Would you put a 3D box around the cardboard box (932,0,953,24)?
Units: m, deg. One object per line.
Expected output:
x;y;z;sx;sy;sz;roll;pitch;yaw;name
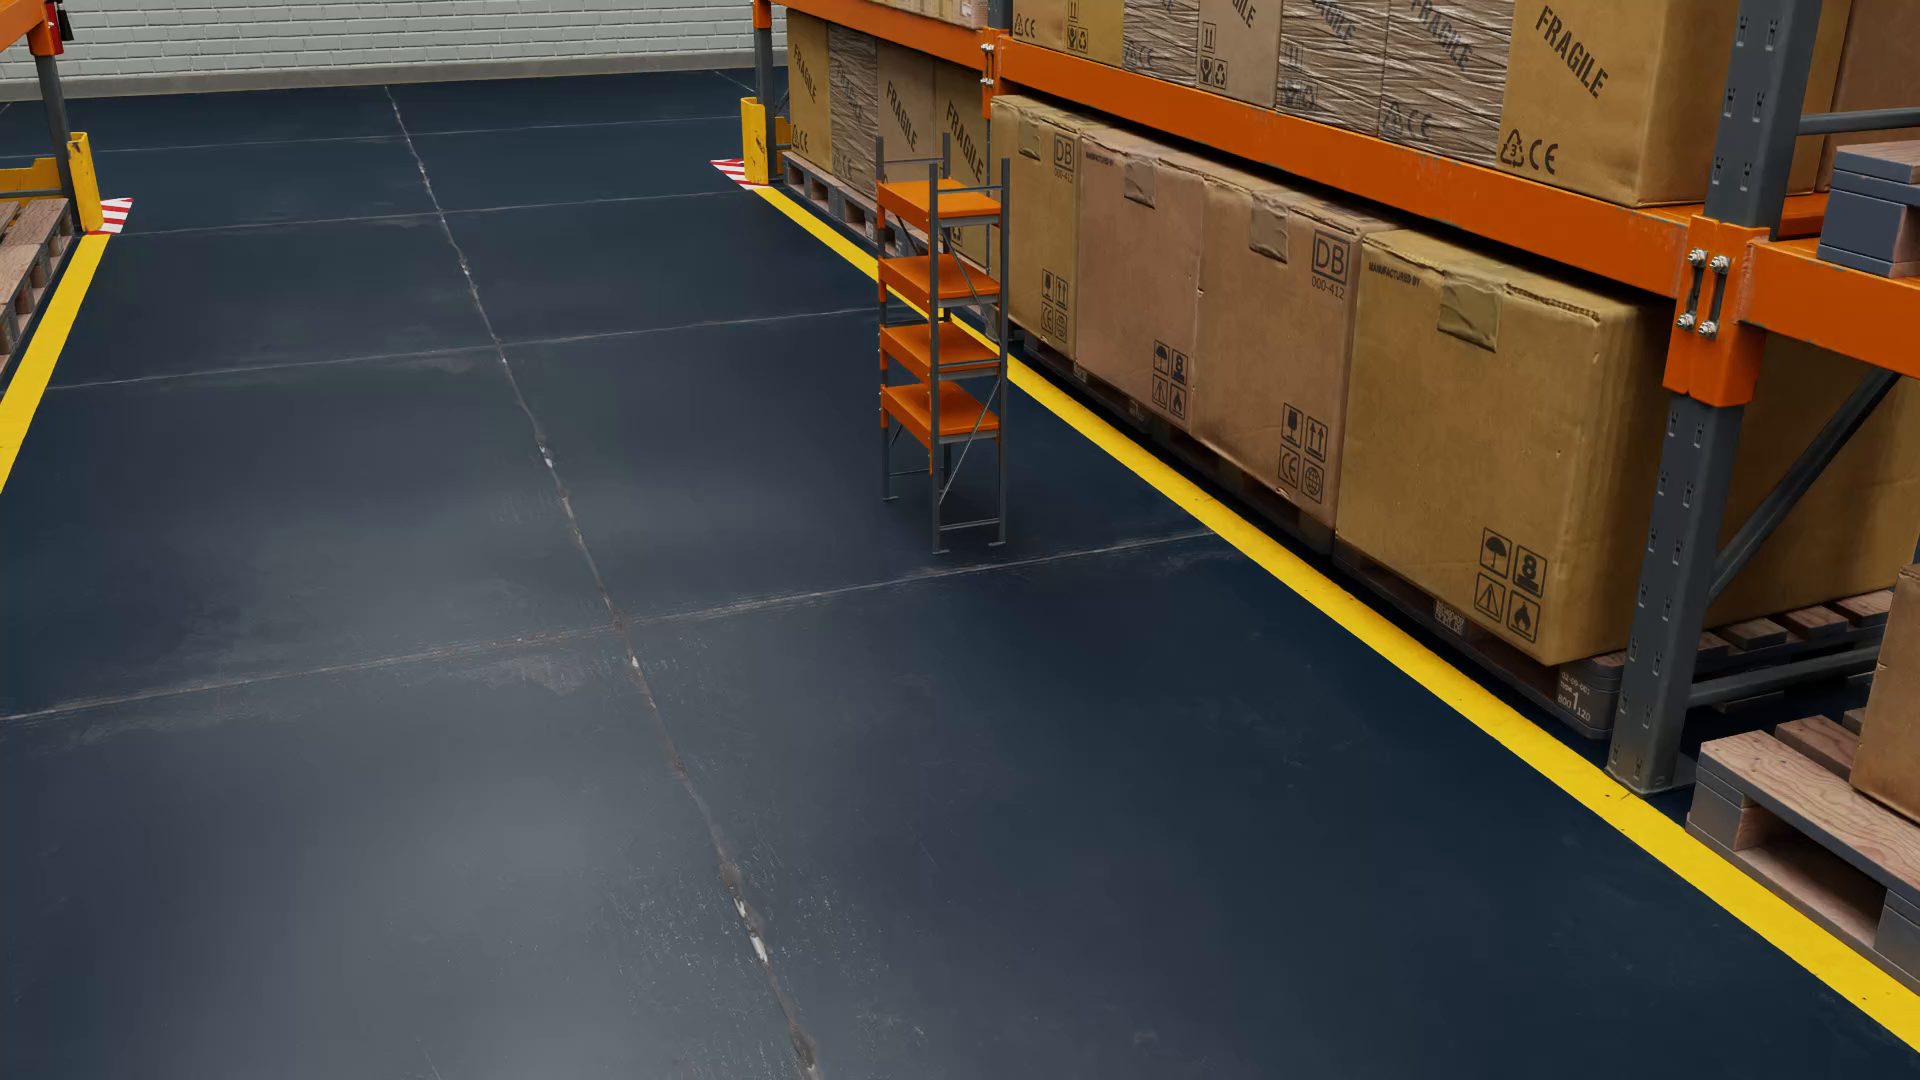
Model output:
0.096;-2.372;7.340;0.380;0.149;0.250;-8;24;-18;cardboard box

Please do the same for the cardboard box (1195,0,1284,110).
1.072;-1.622;5.107;0.500;0.500;0.500;-8;24;-18;cardboard box

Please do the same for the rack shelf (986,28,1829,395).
1.308;-1.270;5.328;1.077;0.370;4.000;-8;24;-19;rack shelf

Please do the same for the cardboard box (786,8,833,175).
-0.511;-2.775;10.167;0.875;0.875;0.875;-8;24;-19;cardboard box

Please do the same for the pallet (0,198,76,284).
-5.191;-1.513;8.567;1.003;0.211;1.213;-8;24;-19;pallet

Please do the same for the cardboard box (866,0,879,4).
-0.267;-2.746;8.226;0.380;0.149;0.250;-9;24;-20;cardboard box

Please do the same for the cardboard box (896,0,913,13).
-0.086;-2.559;7.783;0.380;0.149;0.250;-8;24;-18;cardboard box

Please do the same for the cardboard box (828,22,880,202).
-0.190;-2.444;9.382;0.875;0.875;0.875;-8;24;-19;cardboard box

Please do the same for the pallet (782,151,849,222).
-0.456;-2.217;10.239;1.003;0.211;1.213;-8;24;-19;pallet

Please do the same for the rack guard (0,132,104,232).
-5.466;-1.958;9.251;1.175;0.500;0.348;-8;24;-19;rack guard

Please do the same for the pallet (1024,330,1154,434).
0.944;-0.774;6.814;1.003;0.211;1.213;-8;24;-19;pallet

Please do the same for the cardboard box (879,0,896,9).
-0.177;-2.653;8.005;0.380;0.149;0.250;-8;24;-18;cardboard box

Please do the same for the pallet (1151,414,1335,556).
1.379;-0.330;5.760;1.003;0.211;1.213;-8;24;-19;pallet

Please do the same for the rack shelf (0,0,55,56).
-4.739;-2.044;7.164;1.077;0.370;4.000;-8;24;-19;rack shelf

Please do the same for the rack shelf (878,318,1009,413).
-0.058;-0.551;5.186;0.258;0.148;0.480;-8;24;-19;rack shelf

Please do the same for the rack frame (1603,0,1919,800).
2.014;-0.875;3.465;1.000;3.000;0.127;-8;24;-19;rack frame

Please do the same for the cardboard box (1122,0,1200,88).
0.885;-1.809;5.551;0.500;0.500;0.500;-9;24;-20;cardboard box

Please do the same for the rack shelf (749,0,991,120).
-0.105;-2.724;8.777;1.077;0.370;4.000;-8;24;-19;rack shelf

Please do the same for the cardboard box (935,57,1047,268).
0.443;-1.794;7.839;0.875;0.875;0.875;-8;24;-19;cardboard box

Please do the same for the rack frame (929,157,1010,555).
0.028;-0.524;4.949;0.240;1.200;0.015;-8;24;-19;rack frame

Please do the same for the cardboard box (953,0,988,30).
0.187;-2.279;7.118;0.380;0.149;0.250;-8;24;-19;cardboard box

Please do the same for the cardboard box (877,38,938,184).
0.125;-2.121;8.615;0.875;0.875;0.875;-8;24;-19;cardboard box

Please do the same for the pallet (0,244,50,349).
-4.763;-1.070;7.517;1.003;0.211;1.213;-8;24;-19;pallet

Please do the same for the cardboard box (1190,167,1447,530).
1.482;-0.668;5.168;1.225;0.875;0.875;-8;24;-19;cardboard box

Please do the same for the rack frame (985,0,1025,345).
0.601;-2.329;6.913;1.000;3.000;0.127;-8;24;-19;rack frame

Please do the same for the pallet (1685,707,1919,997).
2.289;0.694;3.332;1.003;0.211;1.213;-8;24;-19;pallet

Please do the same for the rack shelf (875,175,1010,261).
-0.058;-0.975;5.007;0.258;0.148;0.480;-8;24;-19;rack shelf

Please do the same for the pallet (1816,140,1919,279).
2.366;-0.543;2.922;1.213;0.211;1.003;-8;24;-19;pallet

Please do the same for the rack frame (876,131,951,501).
-0.145;-0.702;5.370;0.240;1.200;0.015;-8;24;-19;rack frame

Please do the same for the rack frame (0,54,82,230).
-5.446;-3.102;8.749;1.000;3.000;0.127;-8;24;-19;rack frame

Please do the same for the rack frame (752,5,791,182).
-0.812;-3.782;10.361;1.000;3.000;0.127;-8;24;-19;rack frame

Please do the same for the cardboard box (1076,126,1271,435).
1.162;-0.989;5.929;1.225;0.875;0.875;-9;25;-21;cardboard box

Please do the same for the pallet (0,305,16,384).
-4.329;-0.626;6.463;1.003;0.211;1.213;-8;24;-19;pallet

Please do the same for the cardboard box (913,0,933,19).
0.005;-2.466;7.561;0.380;0.149;0.250;-9;24;-20;cardboard box

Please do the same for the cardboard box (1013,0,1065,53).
0.530;-2.173;6.416;0.500;0.500;0.500;-8;24;-19;cardboard box

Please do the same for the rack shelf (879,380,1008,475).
-0.058;-0.368;5.263;0.258;0.148;0.480;-8;24;-19;rack shelf

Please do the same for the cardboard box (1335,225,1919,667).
1.790;-0.343;4.397;1.225;0.875;0.875;-10;25;-21;cardboard box

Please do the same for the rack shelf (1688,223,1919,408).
2.721;0.183;1.880;1.077;0.370;4.000;-8;24;-19;rack shelf

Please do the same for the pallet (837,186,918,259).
-0.029;-1.775;9.189;1.003;0.211;1.213;-8;24;-19;pallet

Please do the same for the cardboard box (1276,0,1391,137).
1.251;-1.437;4.668;0.500;0.500;0.500;-9;25;-21;cardboard box

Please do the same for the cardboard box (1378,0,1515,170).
1.437;-1.249;4.222;0.500;0.500;0.500;-9;24;-19;cardboard box

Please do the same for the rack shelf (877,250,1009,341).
-0.058;-0.757;5.099;0.258;0.148;0.480;-8;24;-19;rack shelf

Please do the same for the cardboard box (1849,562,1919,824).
2.270;0.315;3.294;0.700;0.500;0.500;-10;25;-22;cardboard box

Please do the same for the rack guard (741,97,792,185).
-0.820;-2.639;10.867;1.175;0.500;0.348;-8;24;-19;rack guard

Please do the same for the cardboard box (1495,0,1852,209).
1.608;-1.067;3.790;0.500;0.500;0.500;-8;24;-17;cardboard box

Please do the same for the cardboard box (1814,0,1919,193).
2.097;-1.135;3.953;0.500;0.500;0.500;-8;24;-17;cardboard box

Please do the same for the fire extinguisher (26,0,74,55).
-5.074;-3.012;9.114;0.296;0.674;0.183;-8;24;-19;fire extinguisher

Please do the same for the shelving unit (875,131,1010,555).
-0.058;-0.613;5.160;0.258;1.200;0.503;-8;24;-19;shelving unit

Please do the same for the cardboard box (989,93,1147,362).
0.846;-1.313;6.699;1.225;0.875;0.875;-8;24;-19;cardboard box

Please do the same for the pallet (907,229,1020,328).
0.406;-1.331;8.135;1.003;0.211;1.213;-8;24;-19;pallet

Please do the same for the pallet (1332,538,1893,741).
1.806;0.113;4.710;1.003;0.211;1.213;-8;24;-19;pallet

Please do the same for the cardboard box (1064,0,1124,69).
0.708;-1.991;5.982;0.500;0.500;0.500;-8;24;-19;cardboard box
